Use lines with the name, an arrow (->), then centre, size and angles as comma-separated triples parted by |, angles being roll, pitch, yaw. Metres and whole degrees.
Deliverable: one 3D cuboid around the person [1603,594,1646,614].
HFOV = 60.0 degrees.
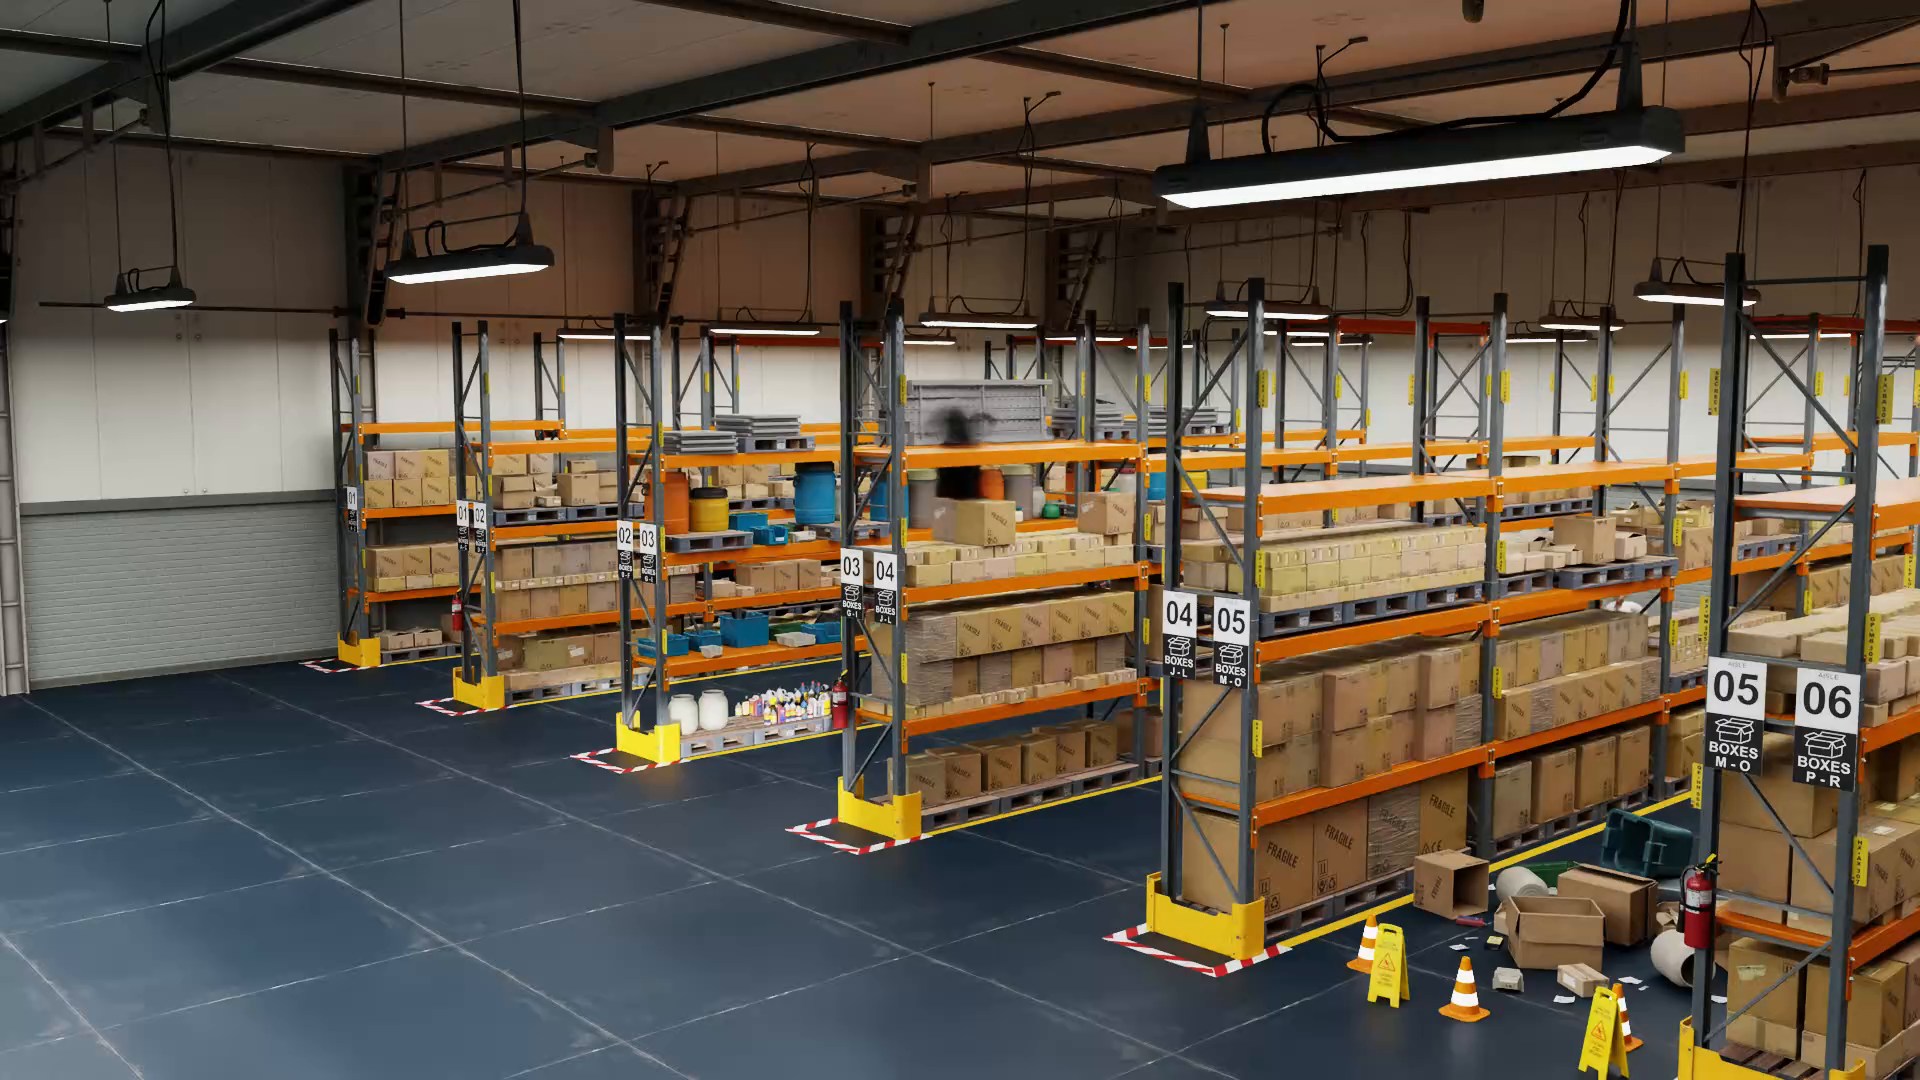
person -> 10.742, 1.629, 27.068 | 0.570, 1.731, 0.744 | -5, 8, -42
